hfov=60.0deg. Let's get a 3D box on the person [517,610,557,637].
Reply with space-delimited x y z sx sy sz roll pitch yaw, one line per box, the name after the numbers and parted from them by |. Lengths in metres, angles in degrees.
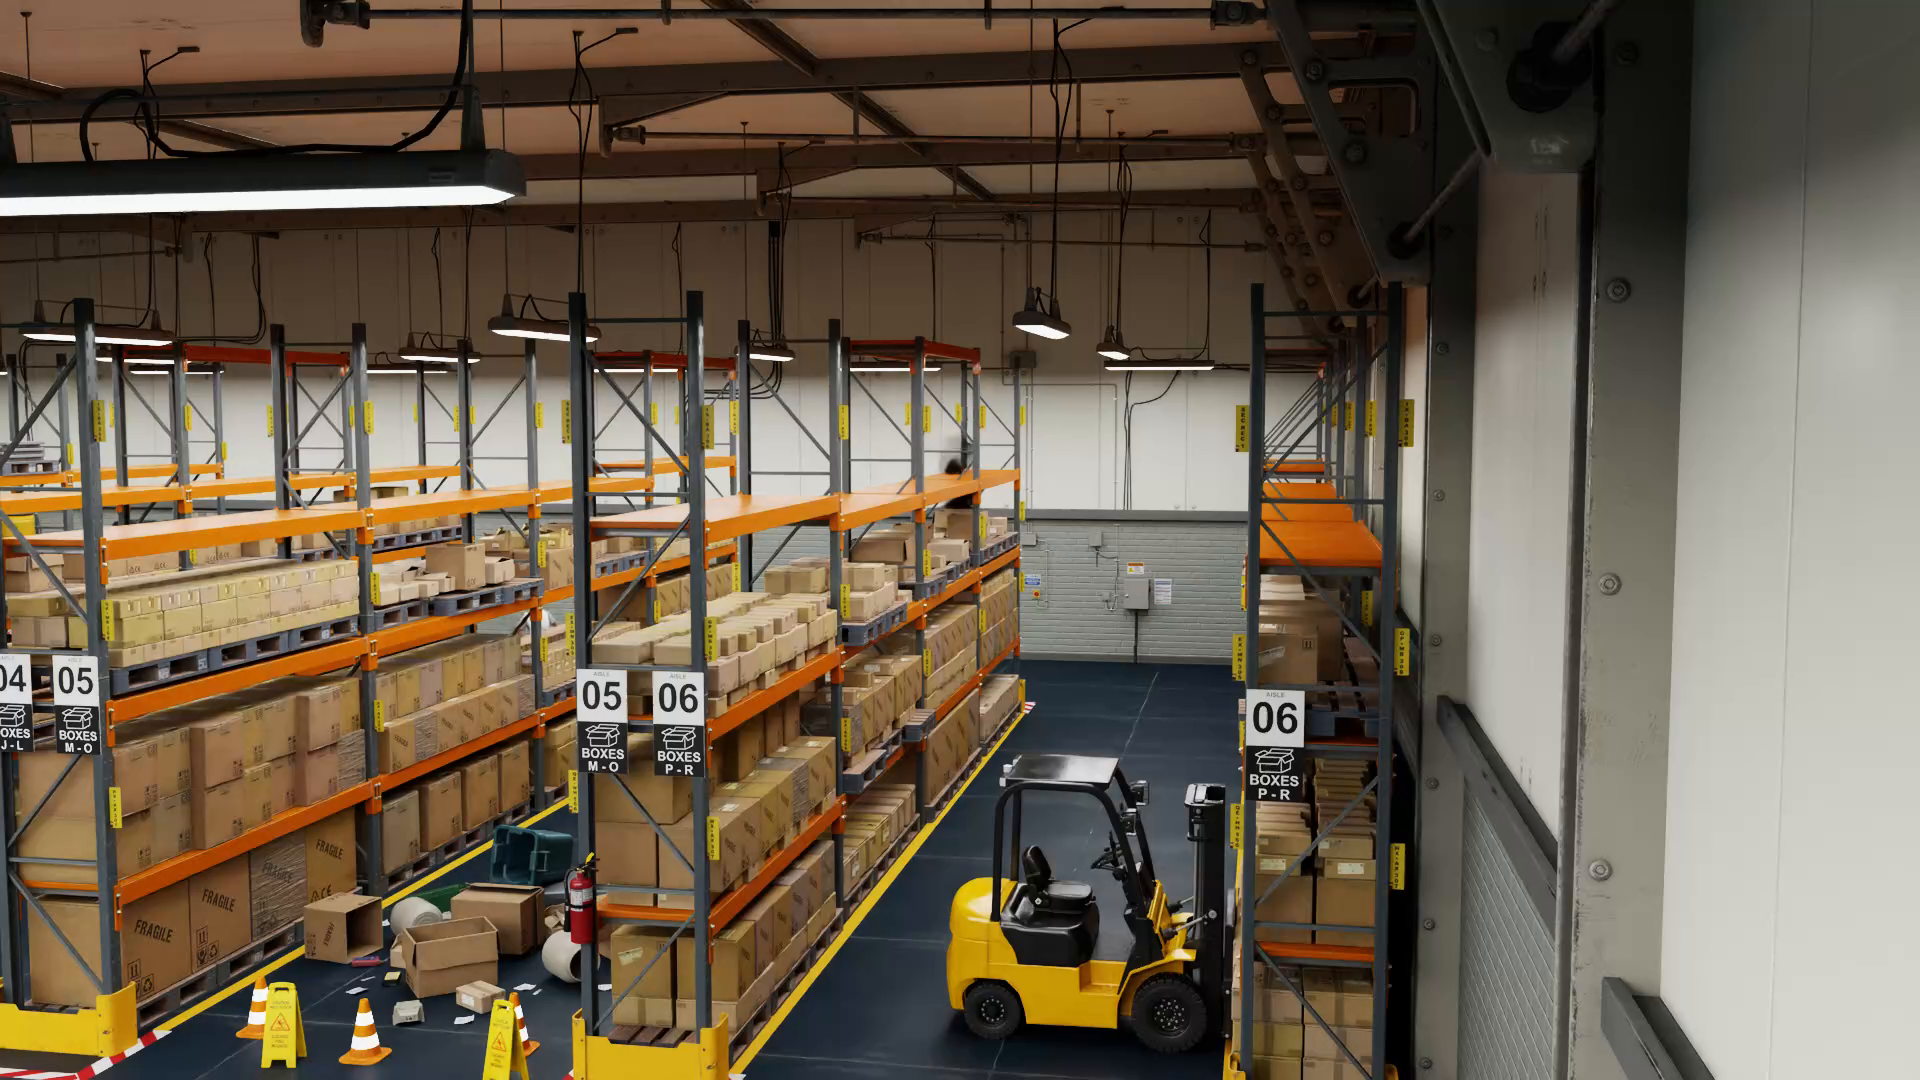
-7.669 1.889 30.279 0.737 1.710 0.555 -3 5 -31 | person
